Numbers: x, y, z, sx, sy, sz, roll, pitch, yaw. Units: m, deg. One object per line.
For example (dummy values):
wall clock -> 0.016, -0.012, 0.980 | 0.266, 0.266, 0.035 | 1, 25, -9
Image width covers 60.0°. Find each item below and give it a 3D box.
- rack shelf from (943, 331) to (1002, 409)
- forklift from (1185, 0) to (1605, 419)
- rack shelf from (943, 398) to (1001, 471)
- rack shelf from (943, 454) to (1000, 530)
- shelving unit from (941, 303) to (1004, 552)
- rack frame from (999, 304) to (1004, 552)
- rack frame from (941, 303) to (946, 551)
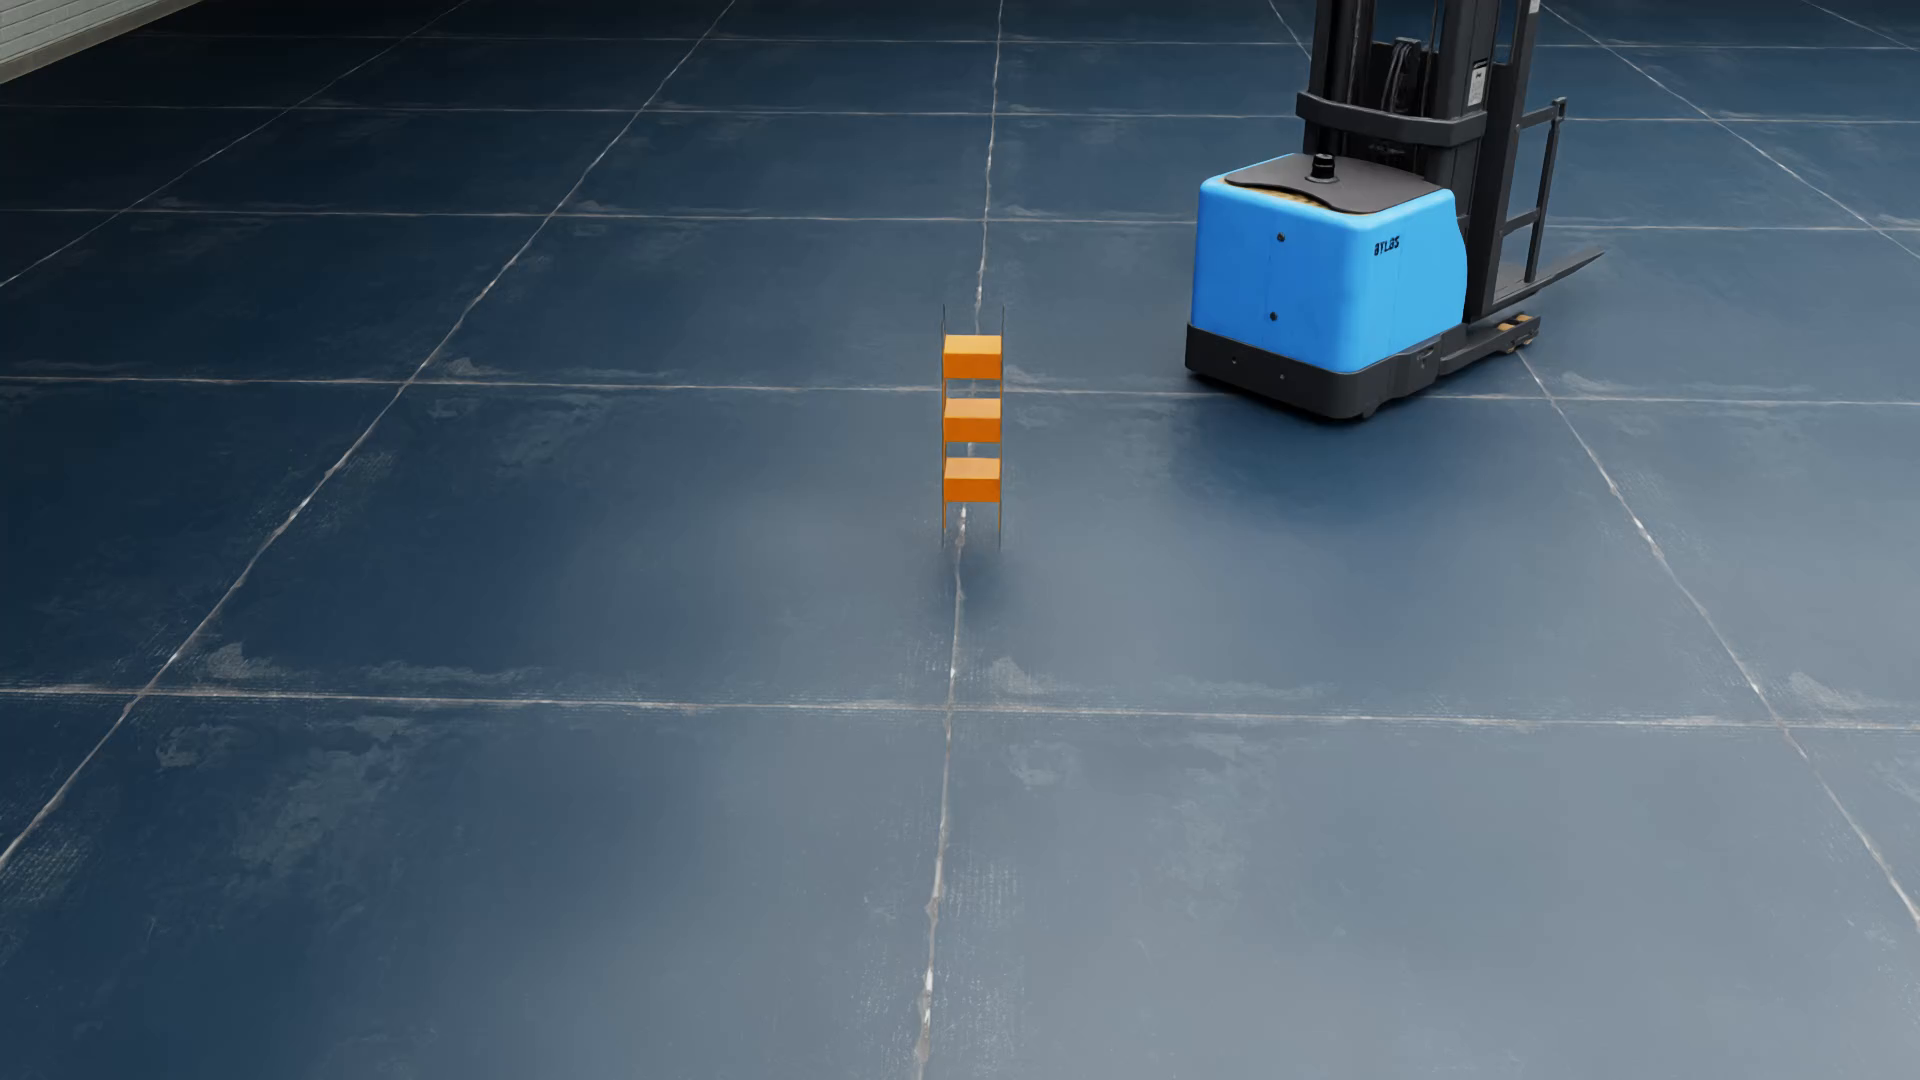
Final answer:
rack shelf -> 0.053, -0.704, 6.874 | 0.240, 0.259, 0.215 | 1, 28, 2
forklift -> 2.604, -2.480, 8.799 | 3.031, 2.935, 1.130 | -24, 36, -38
rack shelf -> 0.053, -0.454, 7.007 | 0.240, 0.259, 0.215 | 1, 28, 2
rack shelf -> 0.053, -0.208, 7.138 | 0.240, 0.259, 0.215 | 1, 28, 2
shelving unit -> 0.053, -0.463, 7.002 | 0.252, 1.050, 0.215 | 1, 28, 2
rack frame -> 0.175, -0.461, 6.999 | 0.008, 1.050, 0.200 | 1, 28, 2
rack frame -> -0.068, -0.465, 7.006 | 0.008, 1.050, 0.200 | 1, 28, 2
